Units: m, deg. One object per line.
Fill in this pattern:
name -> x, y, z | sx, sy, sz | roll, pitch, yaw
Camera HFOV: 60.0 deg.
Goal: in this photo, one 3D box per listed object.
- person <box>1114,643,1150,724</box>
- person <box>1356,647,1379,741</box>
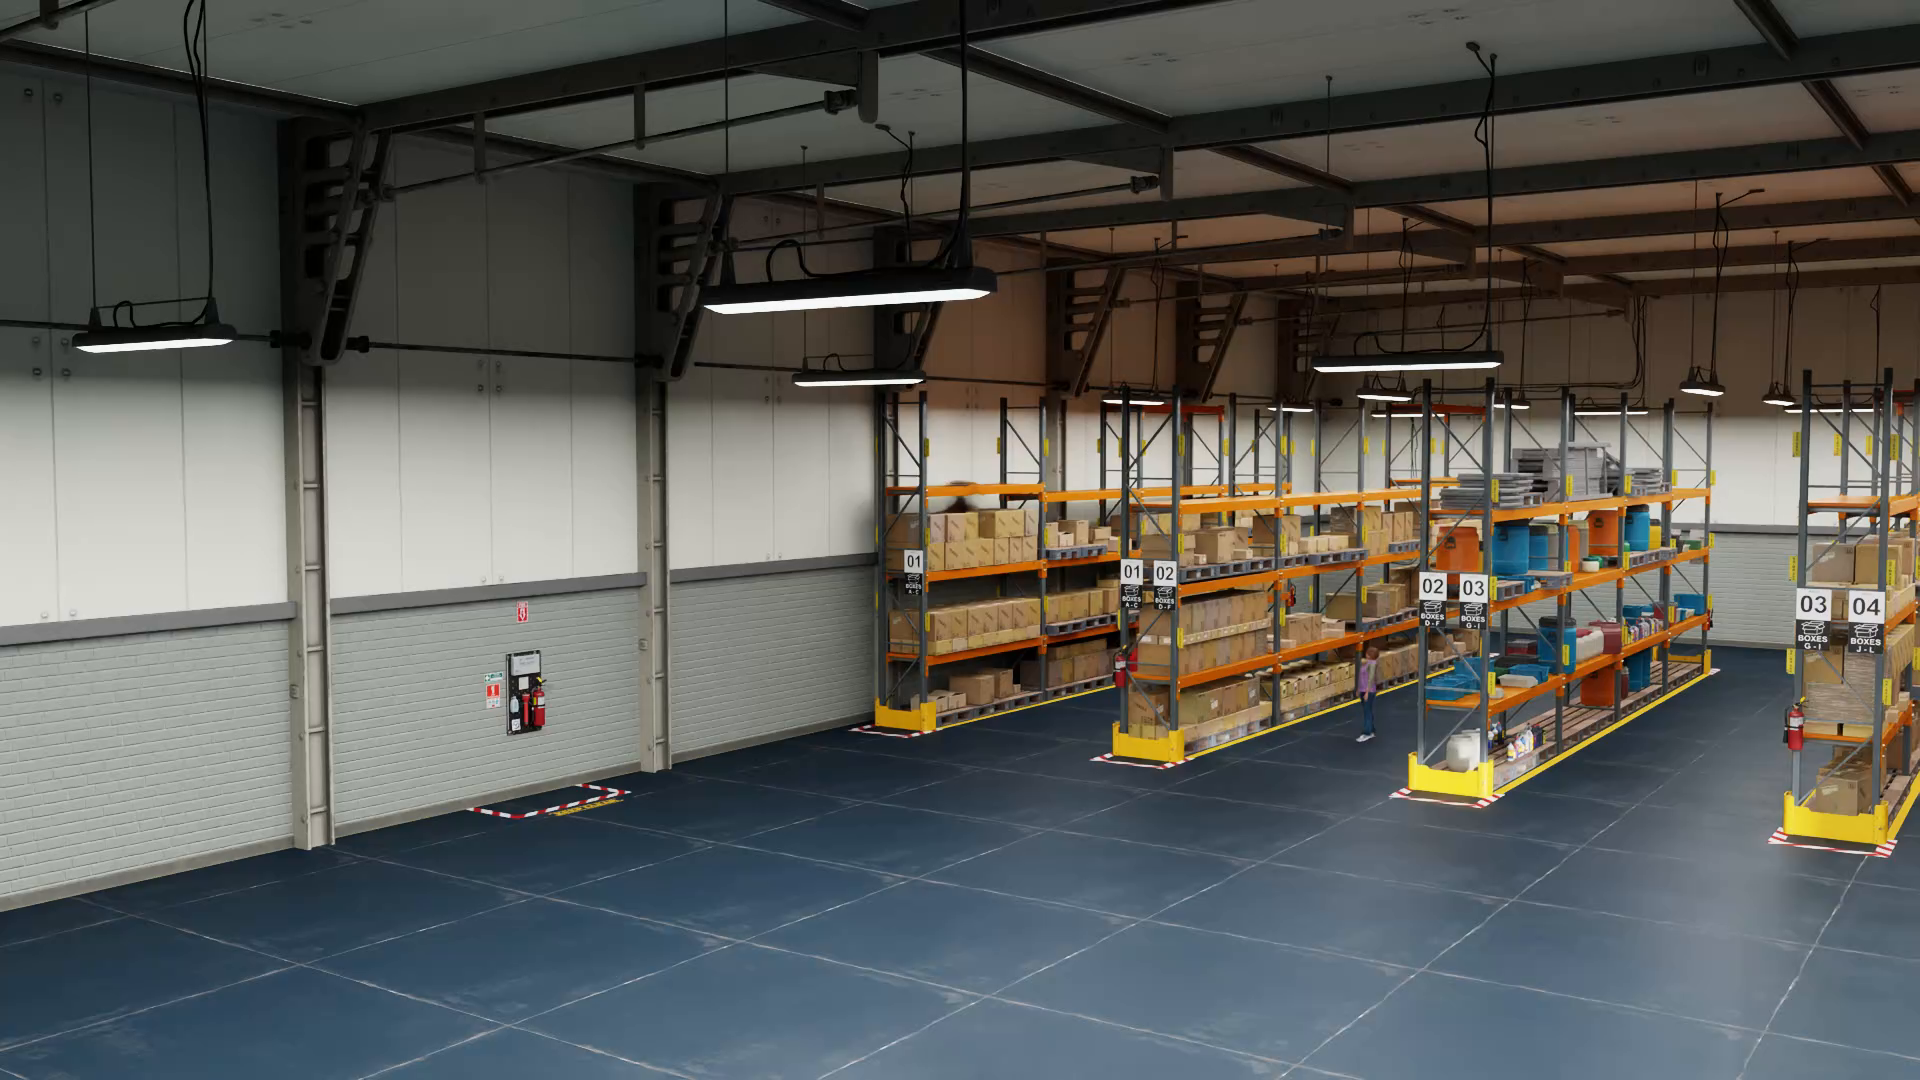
person -> 3.198, 2.497, 29.898 | 0.510, 1.657, 1.048 | 2, 4, 34
person -> 6.975, 2.637, 28.549 | 0.483, 1.616, 0.437 | -1, 3, -15
